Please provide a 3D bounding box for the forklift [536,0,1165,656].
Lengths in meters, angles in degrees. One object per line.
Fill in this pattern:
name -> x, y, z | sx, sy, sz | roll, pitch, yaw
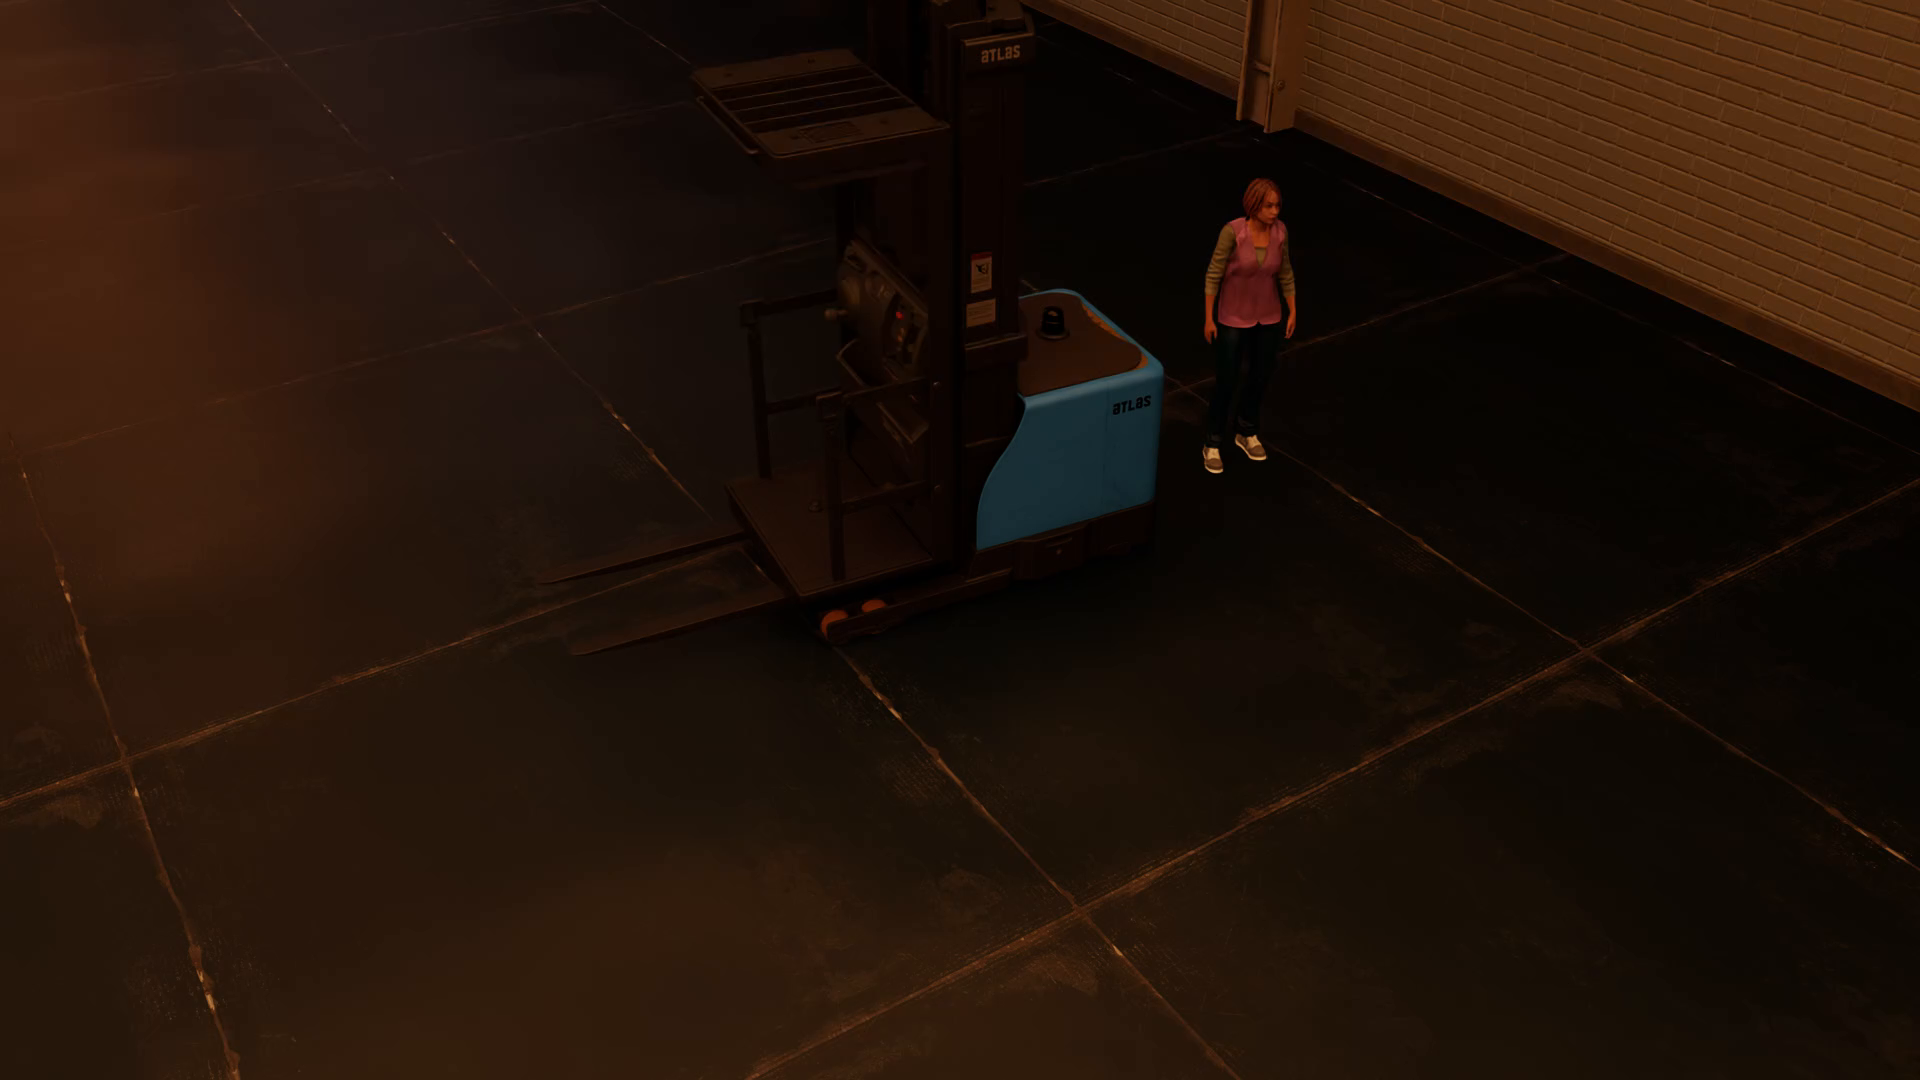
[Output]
forklift -> -0.548, -1.044, 7.633 | 3.031, 2.935, 1.130 | -16, 38, -21

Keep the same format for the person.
person -> 1.572, -1.152, 8.944 | 0.517, 1.602, 0.420 | -9, 36, -12
